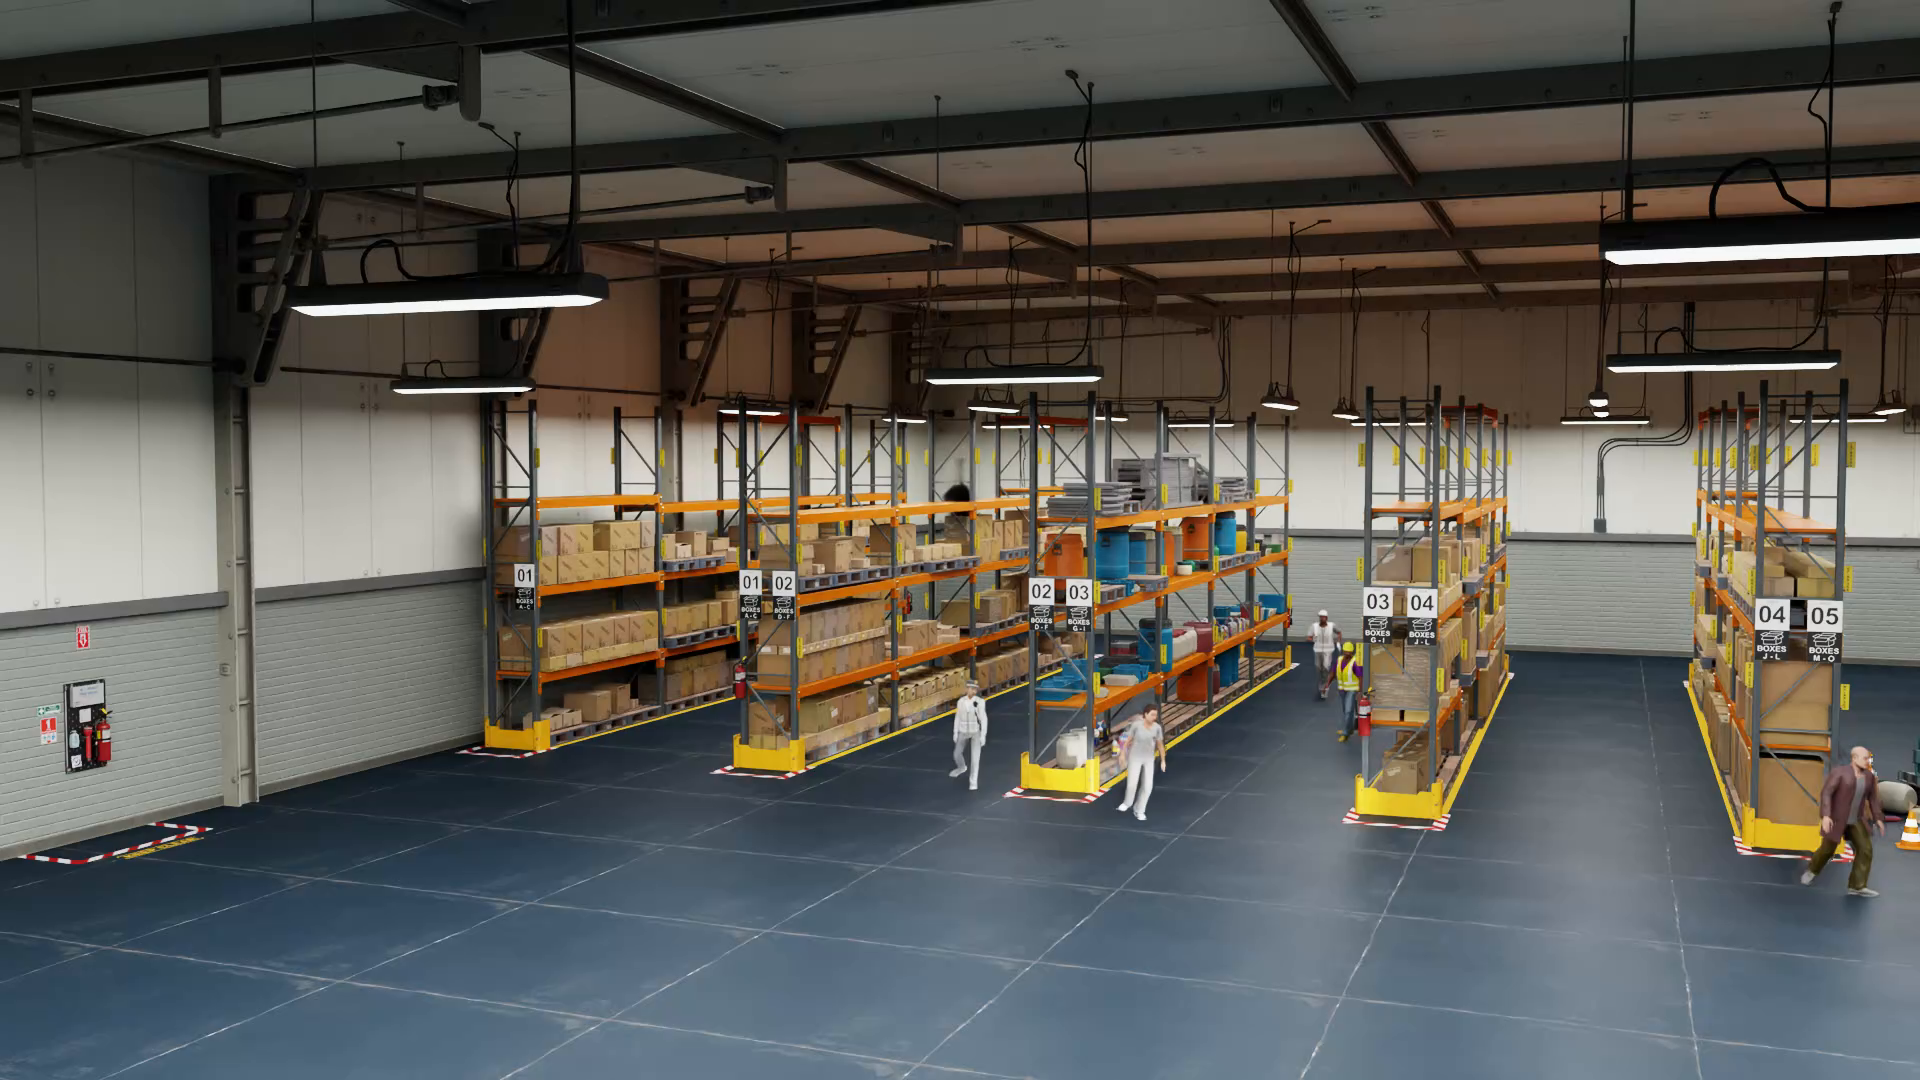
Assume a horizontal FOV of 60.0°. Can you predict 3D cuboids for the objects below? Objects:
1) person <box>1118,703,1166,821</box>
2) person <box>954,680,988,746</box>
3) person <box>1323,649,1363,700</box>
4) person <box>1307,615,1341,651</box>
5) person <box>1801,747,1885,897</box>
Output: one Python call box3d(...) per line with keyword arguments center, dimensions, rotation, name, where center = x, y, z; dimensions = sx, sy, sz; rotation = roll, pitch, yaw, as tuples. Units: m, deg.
box3d(center=(2.504, 3.061, 23.020), dimensions=(0.586, 1.644, 0.550), rotation=(-1, 3, -14), name="person")
box3d(center=(0.148, 2.596, 25.132), dimensions=(0.567, 0.990, 0.318), rotation=(1, 3, 17), name="person")
box3d(center=(6.848, 2.395, 29.565), dimensions=(0.439, 0.969, 0.754), rotation=(-2, 3, -34), name="person")
box3d(center=(7.610, 1.938, 34.846), dimensions=(0.670, 0.869, 0.703), rotation=(1, 3, 21), name="person")
box3d(center=(10.174, 3.205, 19.169), dimensions=(0.779, 1.717, 0.909), rotation=(-1, 3, -10), name="person")
